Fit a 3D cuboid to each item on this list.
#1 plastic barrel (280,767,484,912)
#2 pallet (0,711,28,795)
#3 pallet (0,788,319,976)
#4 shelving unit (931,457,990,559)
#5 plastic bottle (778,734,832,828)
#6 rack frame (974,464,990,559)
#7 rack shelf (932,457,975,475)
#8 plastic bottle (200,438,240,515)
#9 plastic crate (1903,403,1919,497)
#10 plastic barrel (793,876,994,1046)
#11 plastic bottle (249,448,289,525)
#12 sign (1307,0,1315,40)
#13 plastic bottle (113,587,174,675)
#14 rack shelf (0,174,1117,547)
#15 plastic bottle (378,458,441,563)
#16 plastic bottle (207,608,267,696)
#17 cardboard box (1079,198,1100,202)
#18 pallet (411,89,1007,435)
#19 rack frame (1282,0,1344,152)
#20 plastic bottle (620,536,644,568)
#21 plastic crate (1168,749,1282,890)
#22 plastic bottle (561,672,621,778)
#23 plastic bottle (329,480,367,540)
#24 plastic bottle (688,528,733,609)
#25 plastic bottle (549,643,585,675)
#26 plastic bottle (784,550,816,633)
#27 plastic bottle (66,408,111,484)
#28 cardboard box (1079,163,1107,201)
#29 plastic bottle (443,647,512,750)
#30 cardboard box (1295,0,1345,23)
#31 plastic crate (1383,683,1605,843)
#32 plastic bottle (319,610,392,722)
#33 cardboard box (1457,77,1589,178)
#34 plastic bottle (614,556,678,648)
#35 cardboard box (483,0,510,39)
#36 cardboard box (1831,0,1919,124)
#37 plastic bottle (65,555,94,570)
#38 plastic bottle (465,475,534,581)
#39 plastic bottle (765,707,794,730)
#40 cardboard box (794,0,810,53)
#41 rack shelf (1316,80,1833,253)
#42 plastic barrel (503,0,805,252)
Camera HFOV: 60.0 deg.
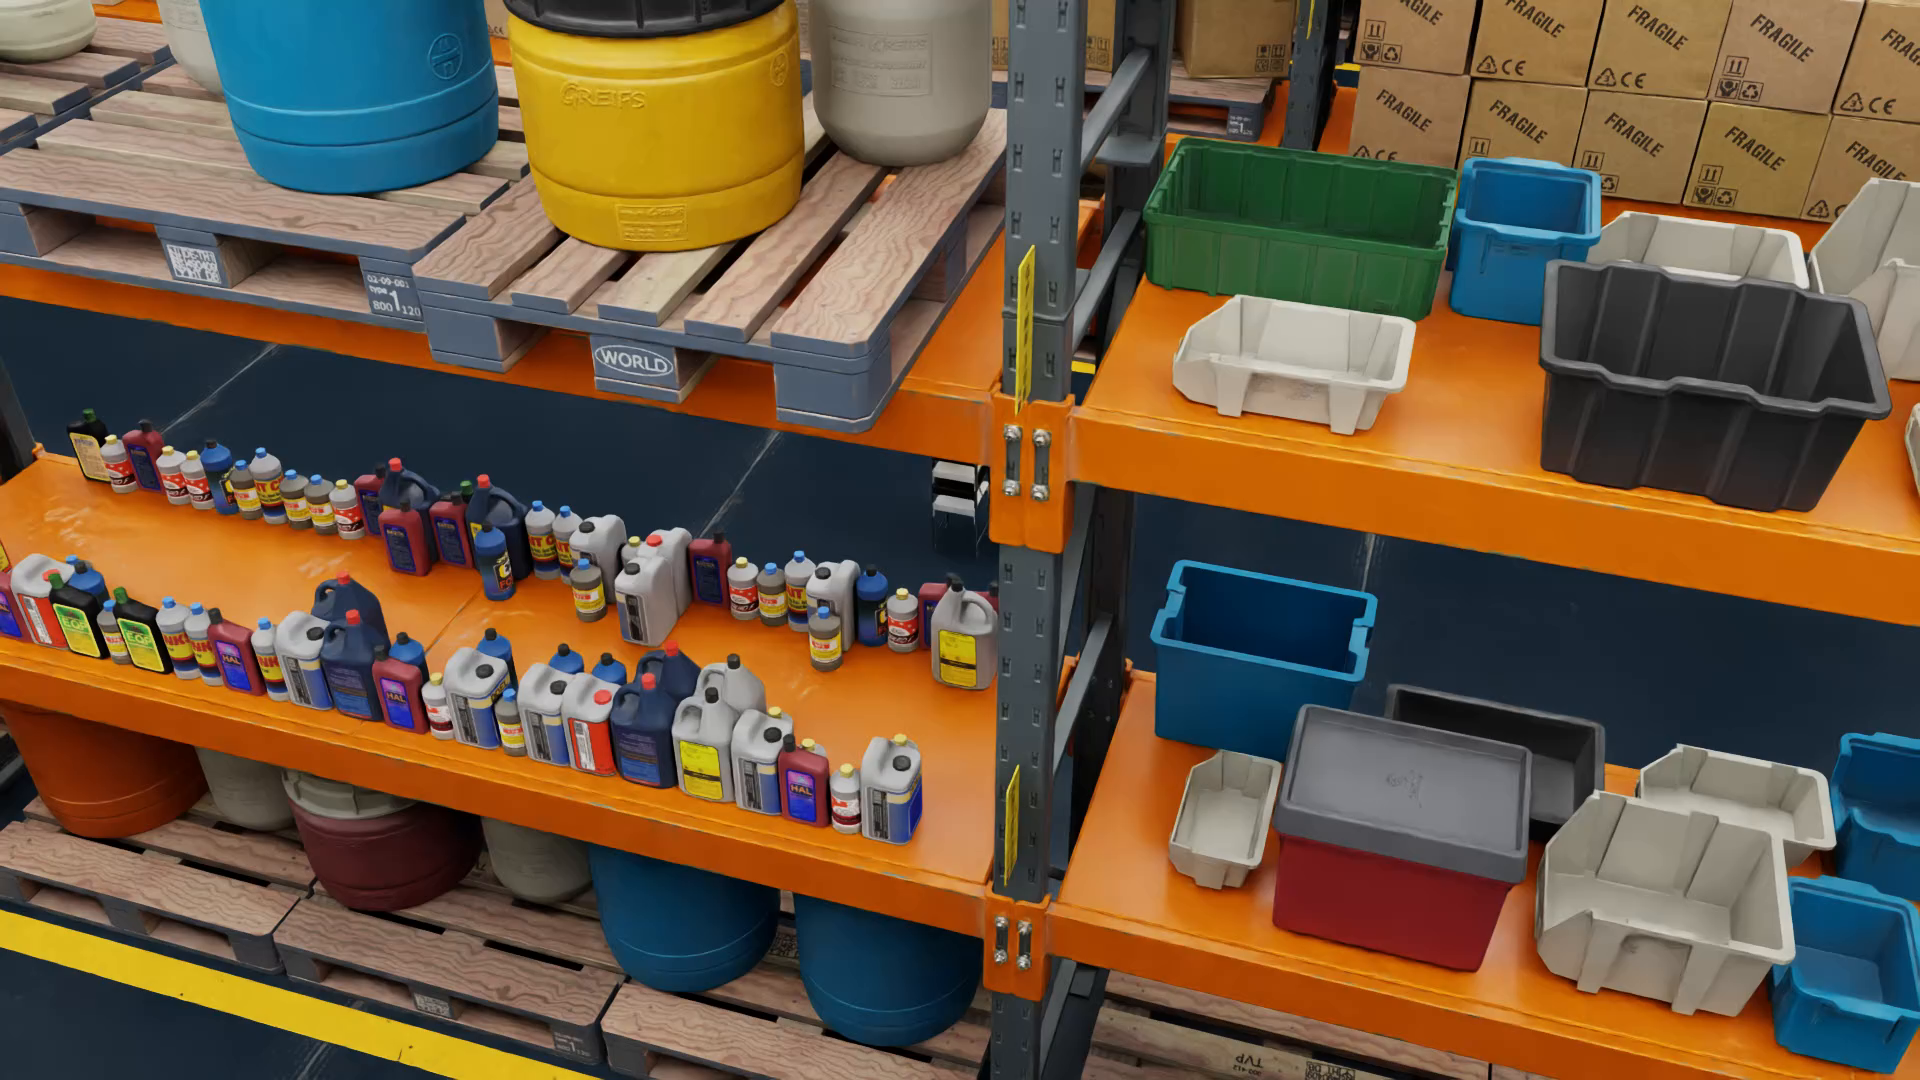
[{"bbox_3d":[-1.976,0.868,5.721,0.708,0.588,0.600,10,38,14],"label":"plastic barrel"},{"bbox_3d":[-4.254,0.753,6.548,1.213,0.211,1.003,10,38,14],"label":"pallet"},{"bbox_3d":[-2.761,1.028,6.175,1.213,0.211,1.003,10,38,14],"label":"pallet"},{"bbox_3d":[0.008,-0.361,7.481,0.210,0.900,0.258,10,38,14],"label":"shelving unit"},{"bbox_3d":[-0.415,0.641,4.446,0.133,0.283,0.061,10,38,14],"label":"plastic bottle"},{"bbox_3d":[0.105,-0.343,7.457,0.006,0.900,0.240,10,38,14],"label":"rack frame"},{"bbox_3d":[0.008,-0.407,7.448,0.200,0.077,0.258,10,38,14],"label":"rack shelf"},{"bbox_3d":[-2.502,-0.223,5.631,0.097,0.271,0.097,0,36,0],"label":"plastic bottle"},{"bbox_3d":[2.064,-0.123,3.079,0.530,0.136,0.437,10,38,14],"label":"plastic crate"},{"bbox_3d":[-0.222,1.066,5.186,0.708,0.901,0.600,10,38,14],"label":"plastic barrel"},{"bbox_3d":[-2.316,-0.188,5.584,0.097,0.271,0.097,0,36,0],"label":"plastic bottle"},{"bbox_3d":[1.610,-2.457,7.581,0.005,0.325,0.100,10,38,14],"label":"sign"},{"bbox_3d":[-2.433,0.268,4.954,0.133,0.283,0.061,10,38,14],"label":"plastic bottle"},{"bbox_3d":[-1.617,-0.776,4.350,4.000,0.370,1.077,10,38,14],"label":"rack shelf"},{"bbox_3d":[-1.782,-0.107,5.406,0.185,0.351,0.144,10,38,14],"label":"plastic bottle"},{"bbox_3d":[-2.120,0.326,4.875,0.133,0.283,0.061,10,38,14],"label":"plastic bottle"},{"bbox_3d":[0.747,-1.493,8.986,0.500,0.500,0.500,11,38,14],"label":"cardboard box"},{"bbox_3d":[-0.485,-0.719,3.825,1.003,0.211,1.213,10,38,14],"label":"pallet"},{"bbox_3d":[1.772,-2.306,8.352,0.127,3.000,1.000,10,38,14],"label":"rack frame"},{"bbox_3d":[-1.023,0.079,5.279,0.097,0.201,0.097,0,36,0],"label":"plastic bottle"},{"bbox_3d":[0.693,0.741,4.384,0.243,0.136,0.396,10,38,14],"label":"plastic crate"},{"bbox_3d":[-1.011,0.506,4.637,0.135,0.276,0.152,10,38,14],"label":"plastic bottle"},{"bbox_3d":[-2.037,-0.109,5.535,0.097,0.201,0.097,0,36,0],"label":"plastic bottle"},{"bbox_3d":[-0.779,0.080,5.209,0.133,0.283,0.061,10,38,14],"label":"plastic bottle"},{"bbox_3d":[-1.120,0.410,4.771,0.097,0.271,0.097,0,36,0],"label":"plastic bottle"},{"bbox_3d":[-0.488,0.150,5.124,0.097,0.271,0.097,0,36,0],"label":"plastic bottle"},{"bbox_3d":[-3.013,-0.334,5.771,0.133,0.283,0.061,10,38,14],"label":"plastic bottle"},{"bbox_3d":[0.871,-1.787,9.386,0.500,0.500,0.500,11,38,15],"label":"cardboard box"},{"bbox_3d":[-1.361,0.441,4.725,0.135,0.276,0.152,10,38,14],"label":"plastic bottle"},{"bbox_3d":[2.587,-4.454,12.730,0.750,0.750,0.750,11,38,14],"label":"cardboard box"},{"bbox_3d":[1.440,0.629,4.547,0.590,0.125,0.437,10,38,14],"label":"plastic crate"},{"bbox_3d":[-1.734,0.344,4.794,0.185,0.351,0.144,10,38,14],"label":"plastic bottle"},{"bbox_3d":[2.667,-2.013,7.870,0.500,0.500,0.500,11,38,15],"label":"cardboard box"},{"bbox_3d":[-0.966,0.171,5.091,0.135,0.276,0.152,10,38,14],"label":"plastic bottle"},{"bbox_3d":[-2.380,-3.066,9.460,0.500,0.311,0.500,13,38,17],"label":"cardboard box"},{"bbox_3d":[4.105,-2.142,7.203,0.500,0.500,0.500,11,38,15],"label":"cardboard box"},{"bbox_3d":[-2.748,0.137,5.202,0.097,0.201,0.097,0,36,0],"label":"plastic bottle"},{"bbox_3d":[-1.479,-0.051,5.330,0.185,0.351,0.144,10,38,14],"label":"plastic bottle"},{"bbox_3d":[-0.510,0.551,4.638,0.097,0.201,0.097,0,36,0],"label":"plastic bottle"},{"bbox_3d":[-0.595,-2.905,8.728,0.500,0.500,0.700,18,40,22],"label":"cardboard box"},{"bbox_3d":[3.681,-1.662,8.085,4.000,0.370,1.077,10,38,14],"label":"rack shelf"},{"bbox_3d":[-0.640,-1.003,3.539,0.600,0.588,0.600,0,36,0],"label":"plastic barrel"}]
